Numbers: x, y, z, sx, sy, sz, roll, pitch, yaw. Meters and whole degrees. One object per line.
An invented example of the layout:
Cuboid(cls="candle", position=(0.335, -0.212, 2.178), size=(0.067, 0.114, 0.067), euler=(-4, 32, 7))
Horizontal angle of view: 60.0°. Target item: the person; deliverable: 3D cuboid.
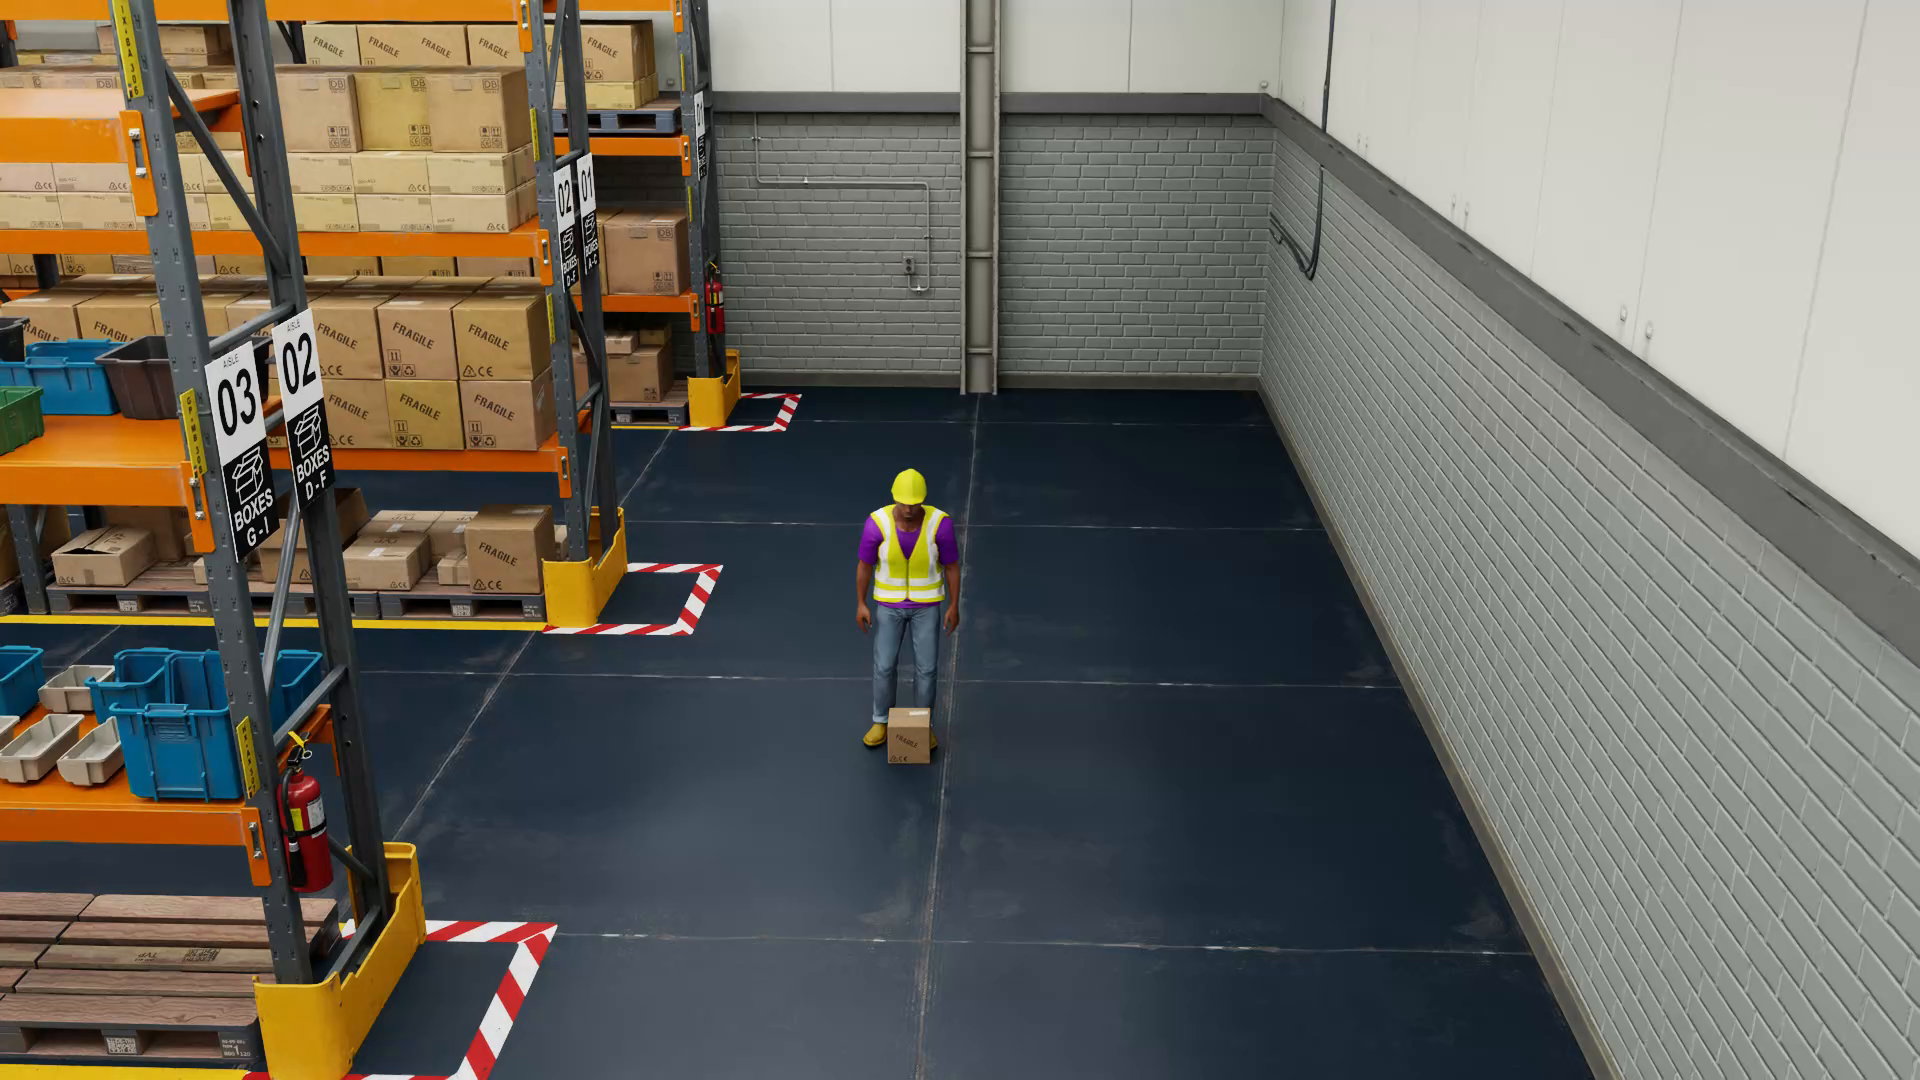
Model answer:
Cuboid(cls="person", position=(-0.312, 0.397, 9.999), size=(0.627, 1.761, 0.460), euler=(1, 21, 1))
